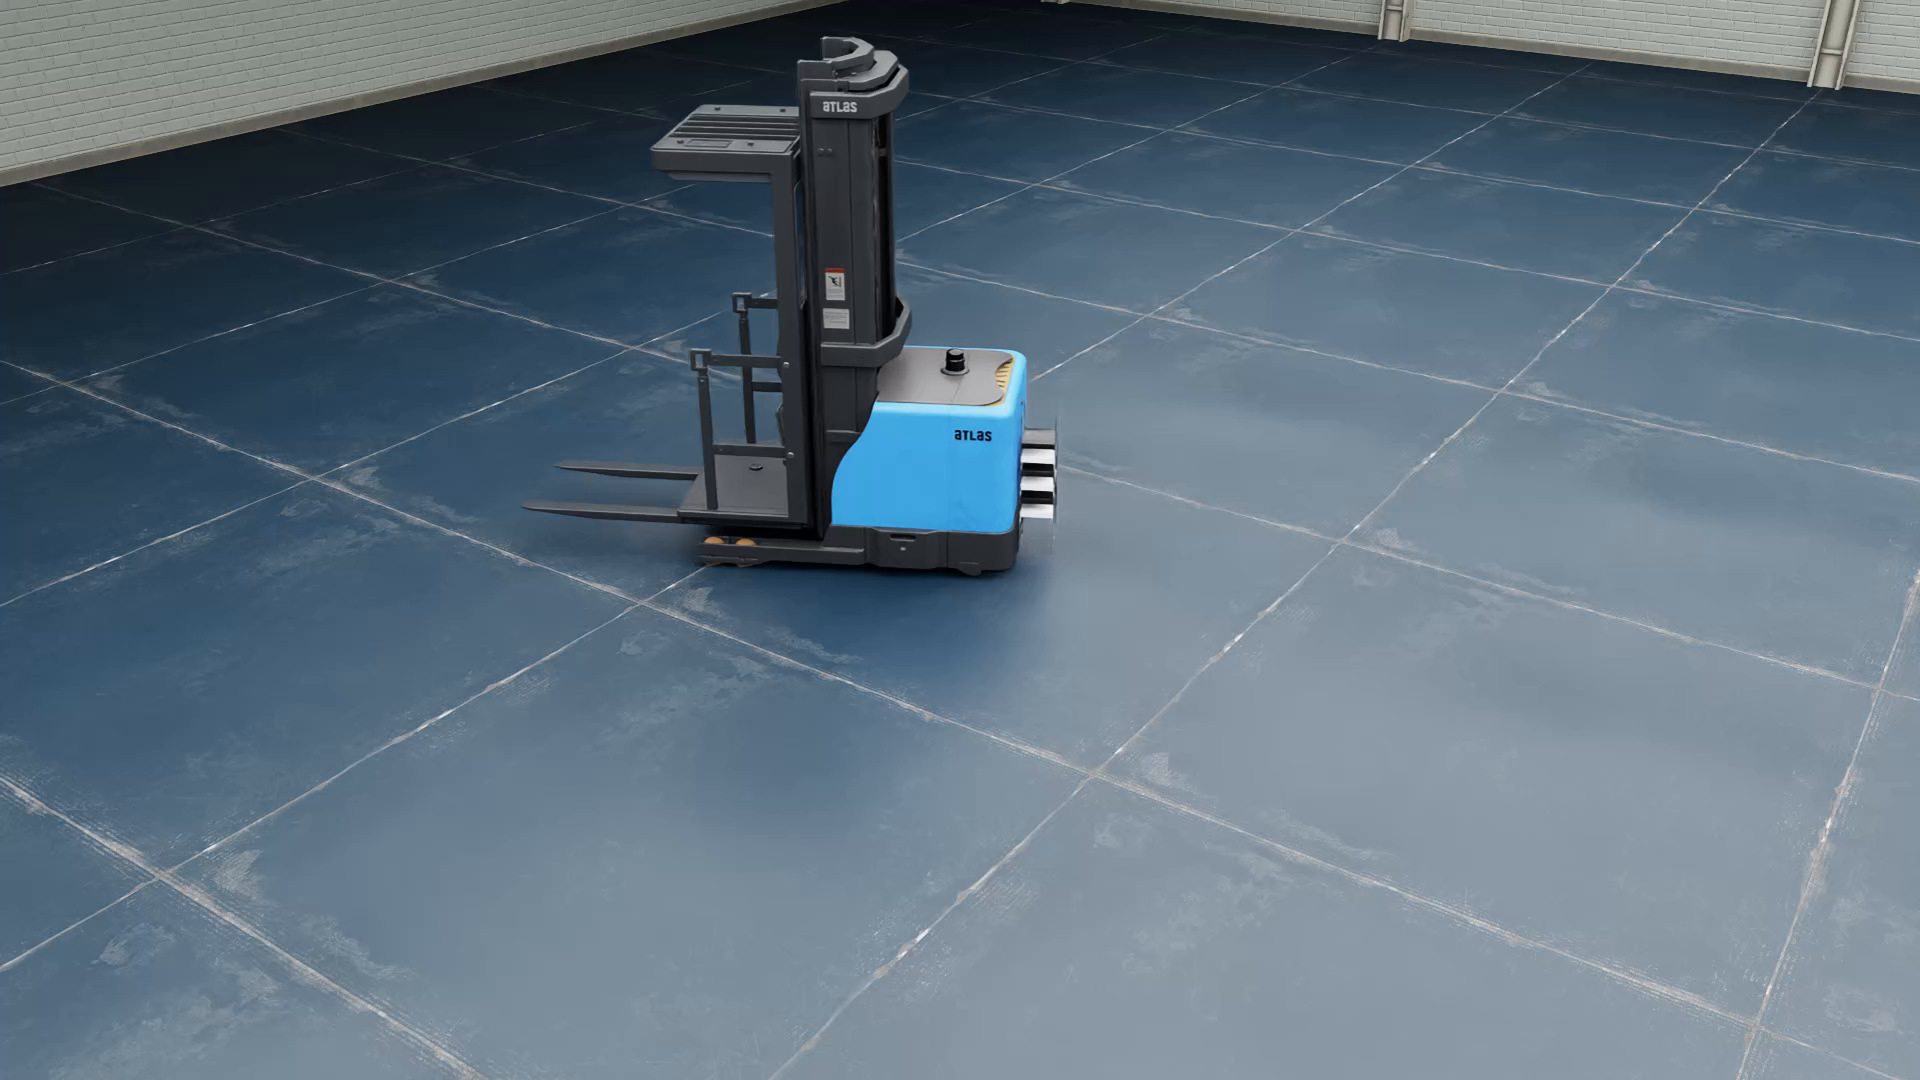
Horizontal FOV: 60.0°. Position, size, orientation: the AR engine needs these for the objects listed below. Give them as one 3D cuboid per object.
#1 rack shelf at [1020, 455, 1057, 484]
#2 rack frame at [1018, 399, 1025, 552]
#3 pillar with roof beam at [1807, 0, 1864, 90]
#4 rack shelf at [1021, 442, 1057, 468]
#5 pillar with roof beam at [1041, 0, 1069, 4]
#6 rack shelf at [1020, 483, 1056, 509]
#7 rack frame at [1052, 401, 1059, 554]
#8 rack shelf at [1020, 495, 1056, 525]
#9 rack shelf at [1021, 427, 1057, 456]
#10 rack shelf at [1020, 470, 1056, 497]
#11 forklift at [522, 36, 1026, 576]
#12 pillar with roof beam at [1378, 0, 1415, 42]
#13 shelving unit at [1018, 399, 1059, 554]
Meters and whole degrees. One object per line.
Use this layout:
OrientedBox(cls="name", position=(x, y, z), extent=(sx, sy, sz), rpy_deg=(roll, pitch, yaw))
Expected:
OrientedBox(cls="rack shelf", position=(0.473, -0.428, 9.975), extent=(0.200, 0.077, 0.258), rpy_deg=(3, 27, 6))
OrientedBox(cls="rack frame", position=(0.372, -0.383, 10.011), extent=(0.006, 0.900, 0.240), rpy_deg=(3, 27, 6))
OrientedBox(cls="pillar with roof beam", position=(9.067, -8.439, 16.912), extent=(0.400, 9.000, 9.100), rpy_deg=(17, 32, 30))
OrientedBox(cls="rack shelf", position=(0.473, -0.509, 9.934), extent=(0.200, 0.077, 0.258), rpy_deg=(3, 27, 6))
OrientedBox(cls="pillar with roof beam", position=(-0.825, -11.521, 22.967), extent=(0.400, 9.000, 9.100), rpy_deg=(17, 32, 30))
OrientedBox(cls="rack shelf", position=(0.473, -0.268, 10.056), extent=(0.200, 0.077, 0.258), rpy_deg=(3, 27, 6))
OrientedBox(cls="rack frame", position=(0.574, -0.372, 9.990), extent=(0.006, 0.900, 0.240), rpy_deg=(3, 27, 6))
OrientedBox(cls="rack shelf", position=(0.473, -0.188, 10.097), extent=(0.200, 0.077, 0.258), rpy_deg=(3, 27, 6))
OrientedBox(cls="rack shelf", position=(0.473, -0.589, 9.893), extent=(0.200, 0.077, 0.258), rpy_deg=(3, 27, 6))
OrientedBox(cls="rack shelf", position=(0.473, -0.348, 10.016), extent=(0.200, 0.077, 0.258), rpy_deg=(3, 27, 6))
OrientedBox(cls="forklift", position=(-1.137, -1.376, 9.722), extent=(3.031, 2.935, 1.130), rpy_deg=(3, 27, 6))
OrientedBox(cls="pillar with roof beam", position=(4.121, -9.980, 19.939), extent=(0.400, 9.000, 9.100), rpy_deg=(17, 32, 30))
OrientedBox(cls="shelving unit", position=(0.473, -0.378, 10.000), extent=(0.210, 0.900, 0.258), rpy_deg=(3, 27, 6))
